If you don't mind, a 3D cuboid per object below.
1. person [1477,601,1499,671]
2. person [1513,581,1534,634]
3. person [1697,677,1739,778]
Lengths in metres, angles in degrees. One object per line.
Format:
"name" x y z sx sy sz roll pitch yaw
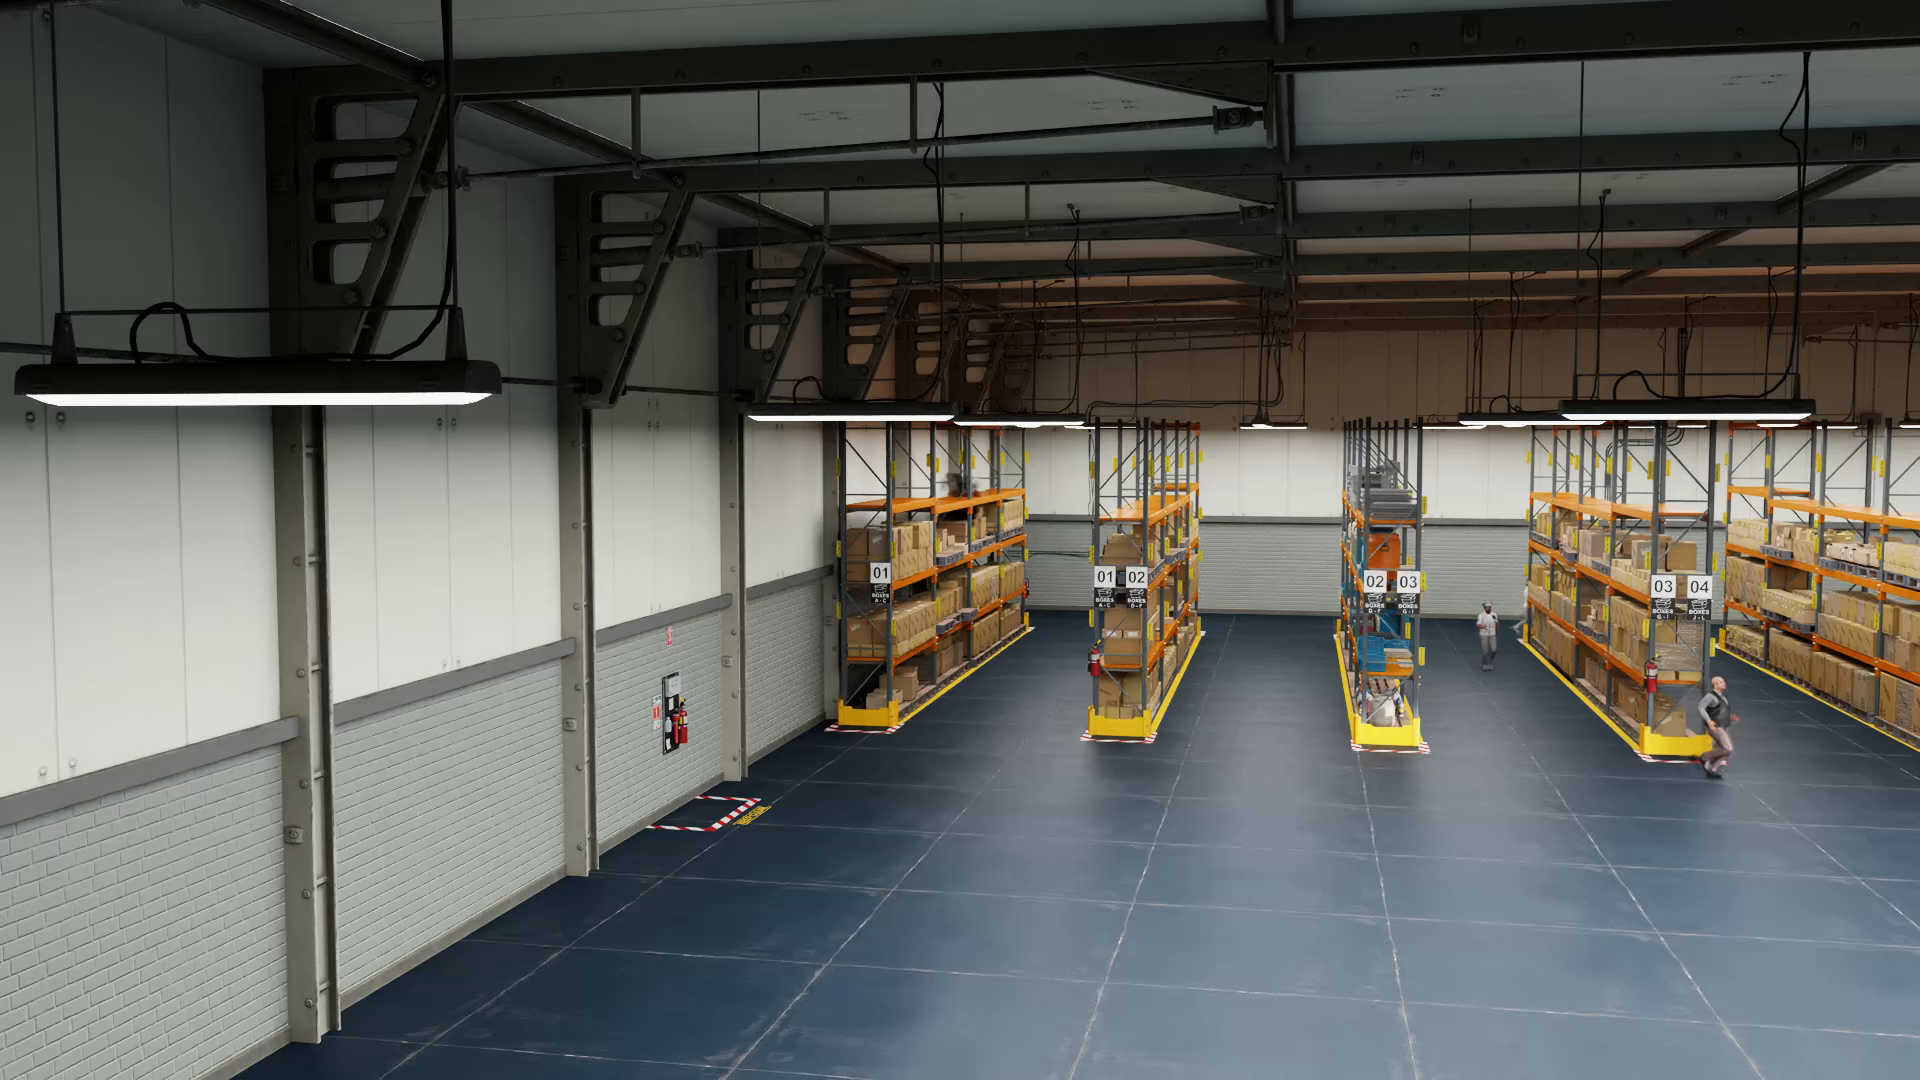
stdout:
"person" 12.662 2.307 39.801 0.560 1.677 0.605 0 4 4
"person" 15.884 1.909 46.487 0.825 1.711 0.663 2 4 24
"person" 12.558 3.104 27.469 0.652 1.681 0.569 -3 5 -41
